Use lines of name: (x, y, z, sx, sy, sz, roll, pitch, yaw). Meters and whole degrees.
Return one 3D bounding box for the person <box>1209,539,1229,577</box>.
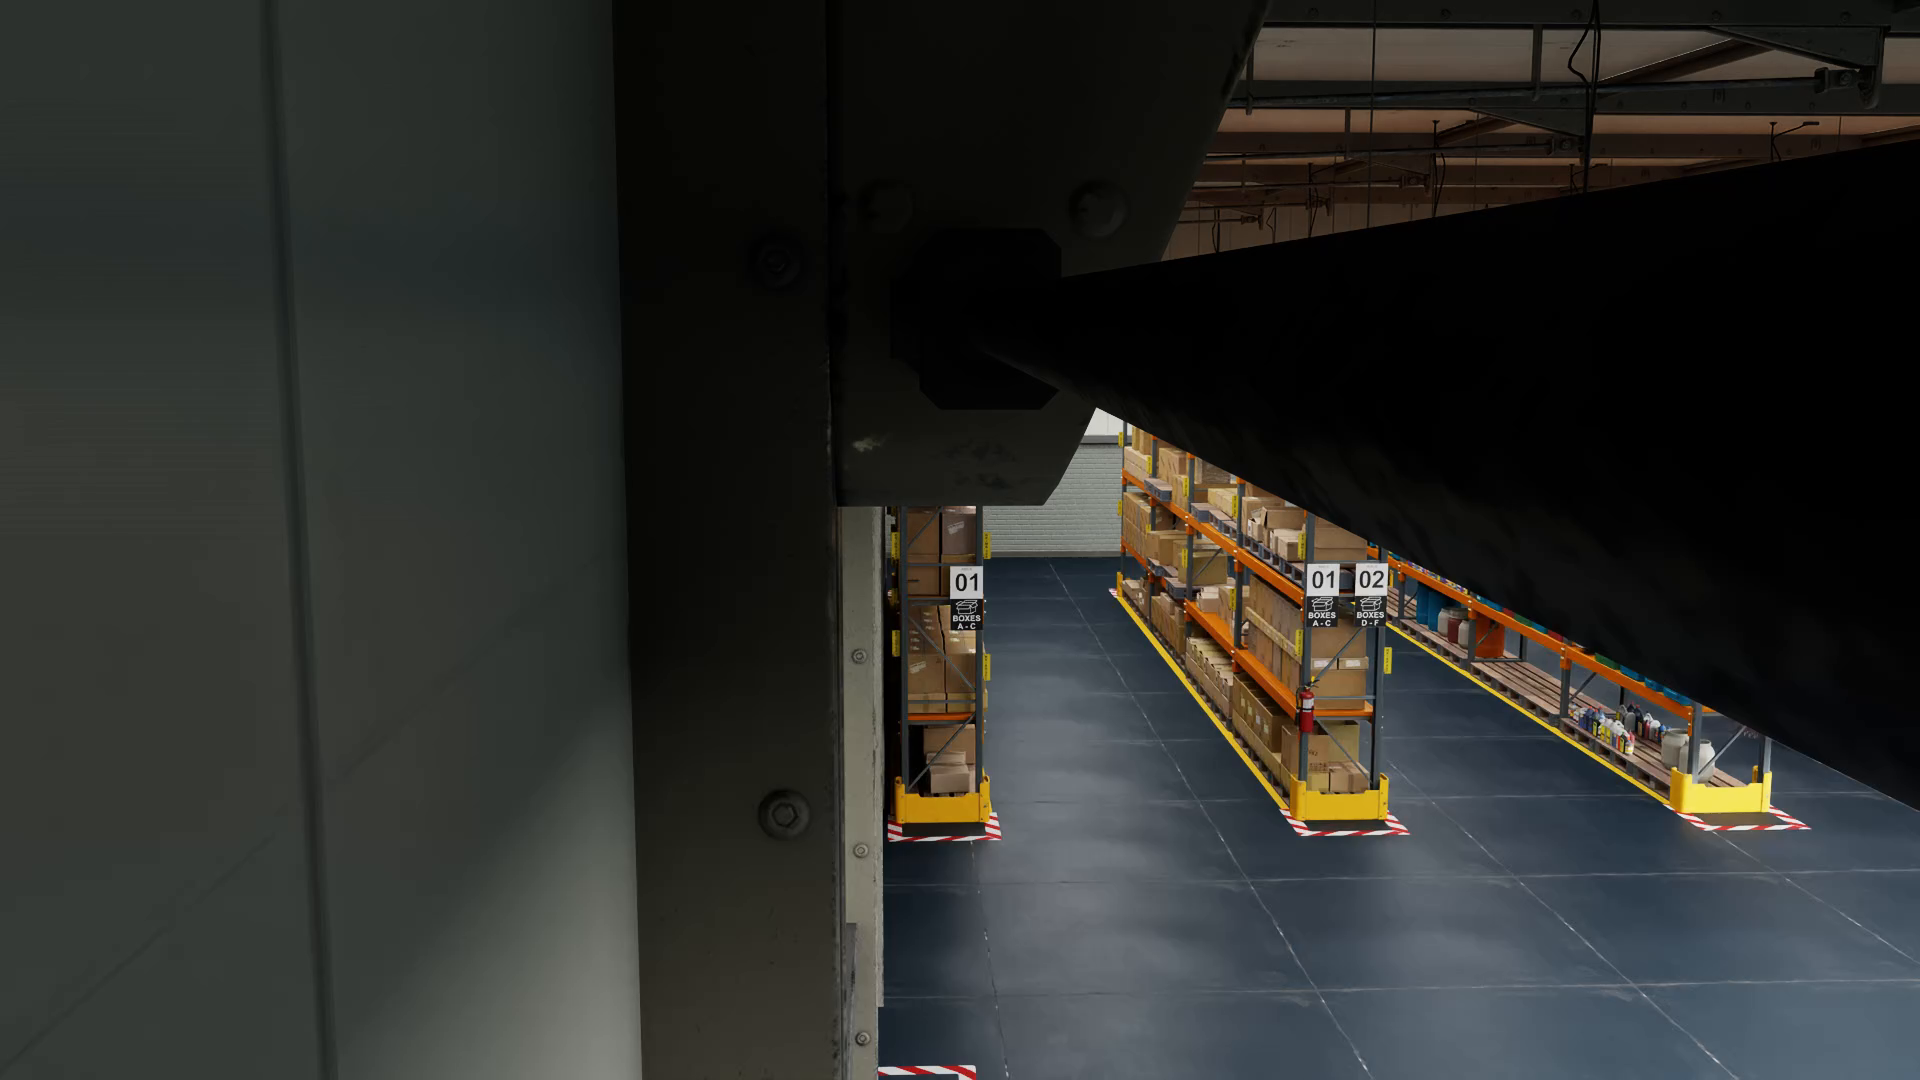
person: (5.683, 0.377, 36.477, 0.588, 1.740, 0.830, -3, 9, -19)
